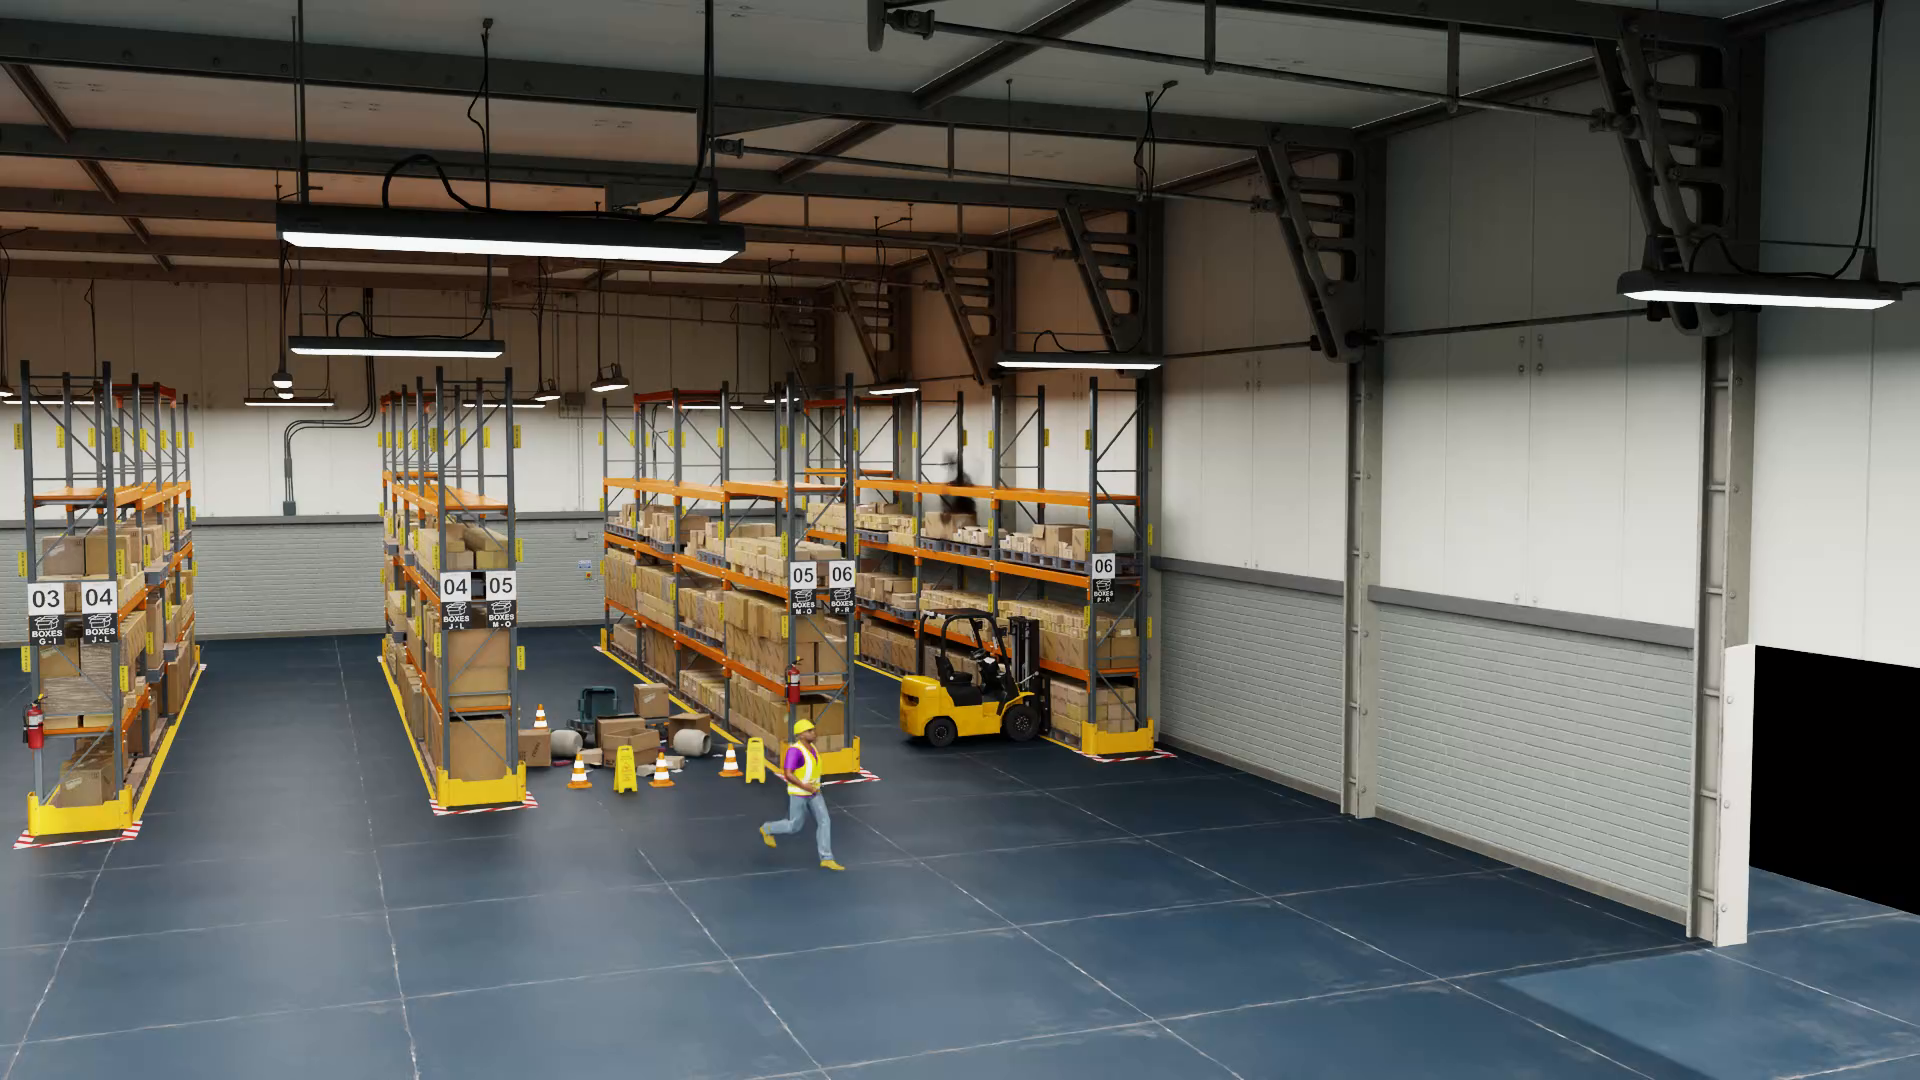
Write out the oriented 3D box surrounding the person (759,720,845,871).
[{"bbox_3d":[-1.856,2.978,19.481,1.087,1.756,0.672,2,4,29],"label":"person"}]
